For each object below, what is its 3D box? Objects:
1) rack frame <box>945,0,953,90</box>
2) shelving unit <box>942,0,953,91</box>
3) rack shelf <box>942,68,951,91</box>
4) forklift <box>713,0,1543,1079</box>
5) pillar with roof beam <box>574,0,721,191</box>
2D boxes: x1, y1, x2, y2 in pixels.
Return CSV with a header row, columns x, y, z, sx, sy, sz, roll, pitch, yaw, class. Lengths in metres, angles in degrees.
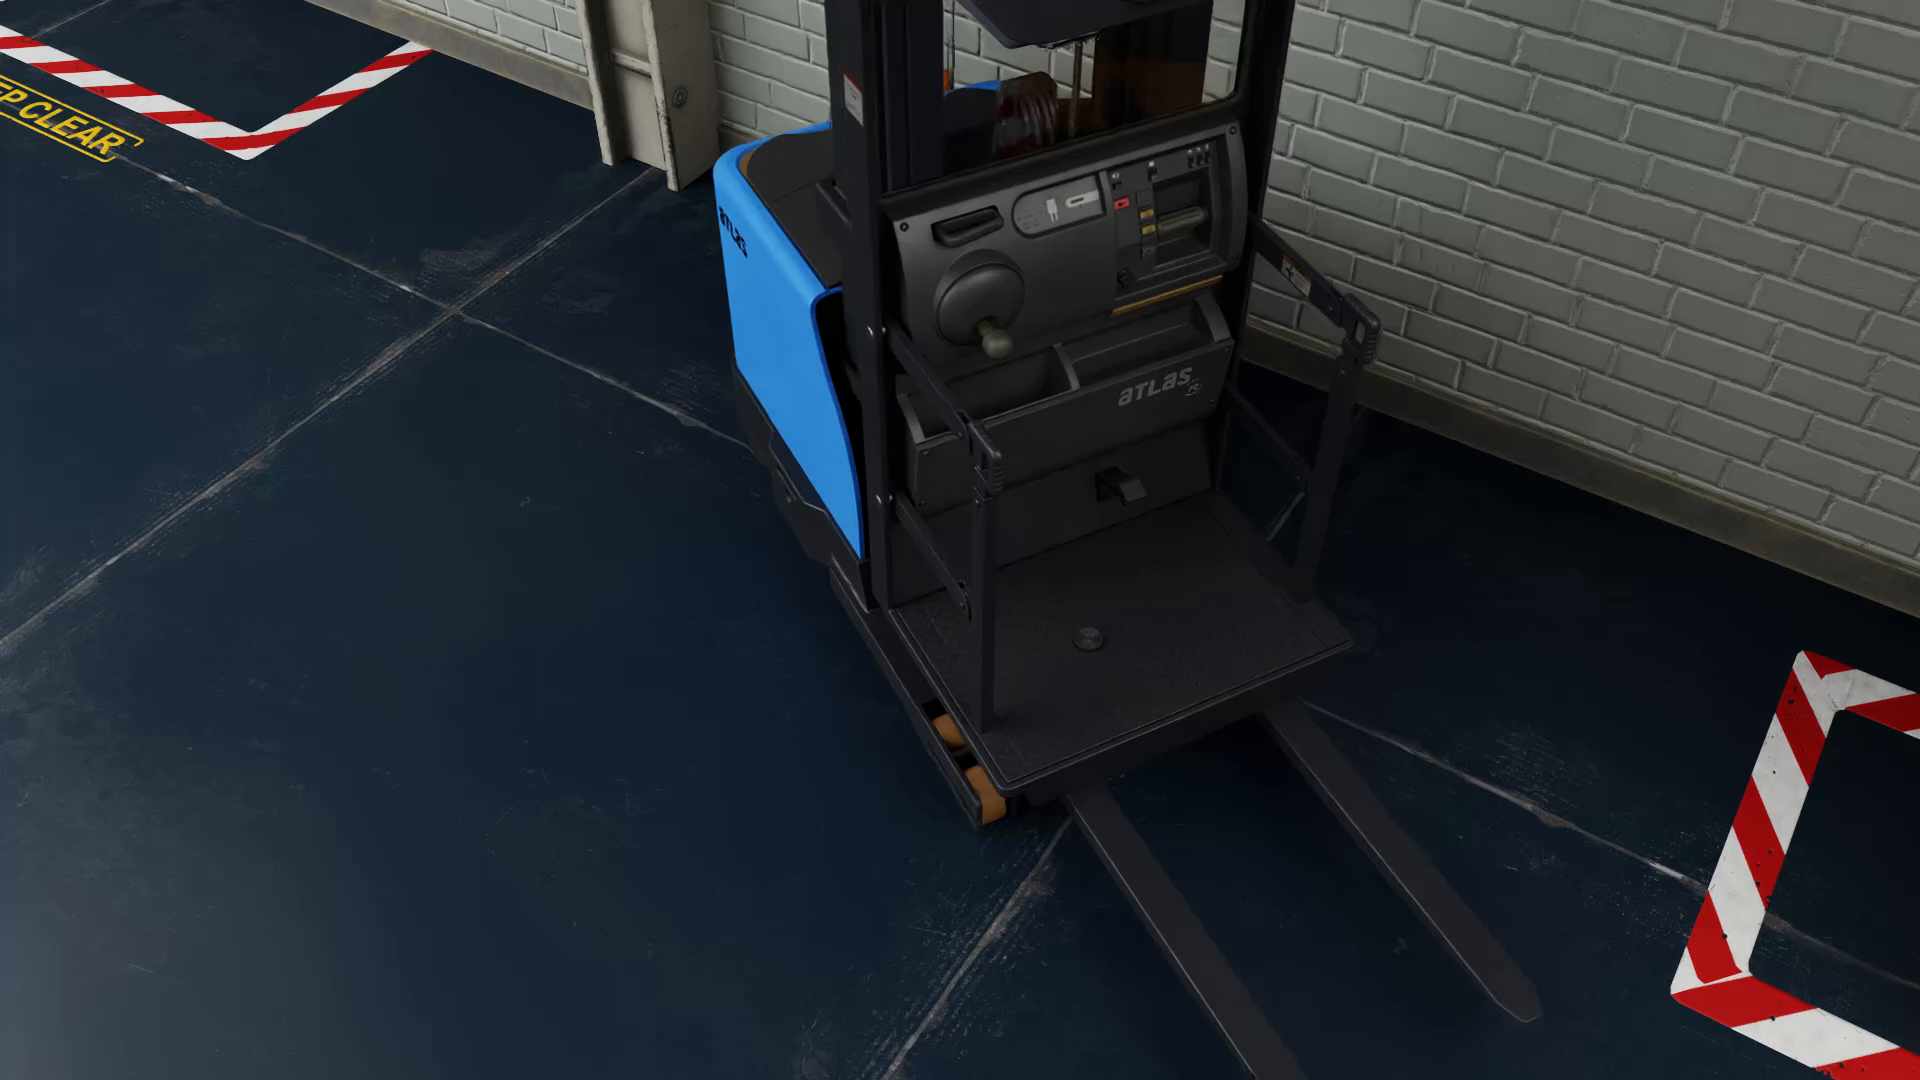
x,y,z,sx,sy,sz,roll,pitch,yaw,class
-0.034,-1.193,5.573,0.006,1.200,0.240,3,46,3,rack frame
-0.125,-1.198,5.577,0.189,1.200,0.258,3,46,3,shelving unit
-0.125,-1.418,5.351,0.180,0.103,0.258,3,46,3,rack shelf
0.376,-0.624,3.812,1.130,2.935,3.031,-20,49,-18,forklift
-3.526,-2.087,1.003,0.400,9.000,9.100,25,51,22,pillar with roof beam
